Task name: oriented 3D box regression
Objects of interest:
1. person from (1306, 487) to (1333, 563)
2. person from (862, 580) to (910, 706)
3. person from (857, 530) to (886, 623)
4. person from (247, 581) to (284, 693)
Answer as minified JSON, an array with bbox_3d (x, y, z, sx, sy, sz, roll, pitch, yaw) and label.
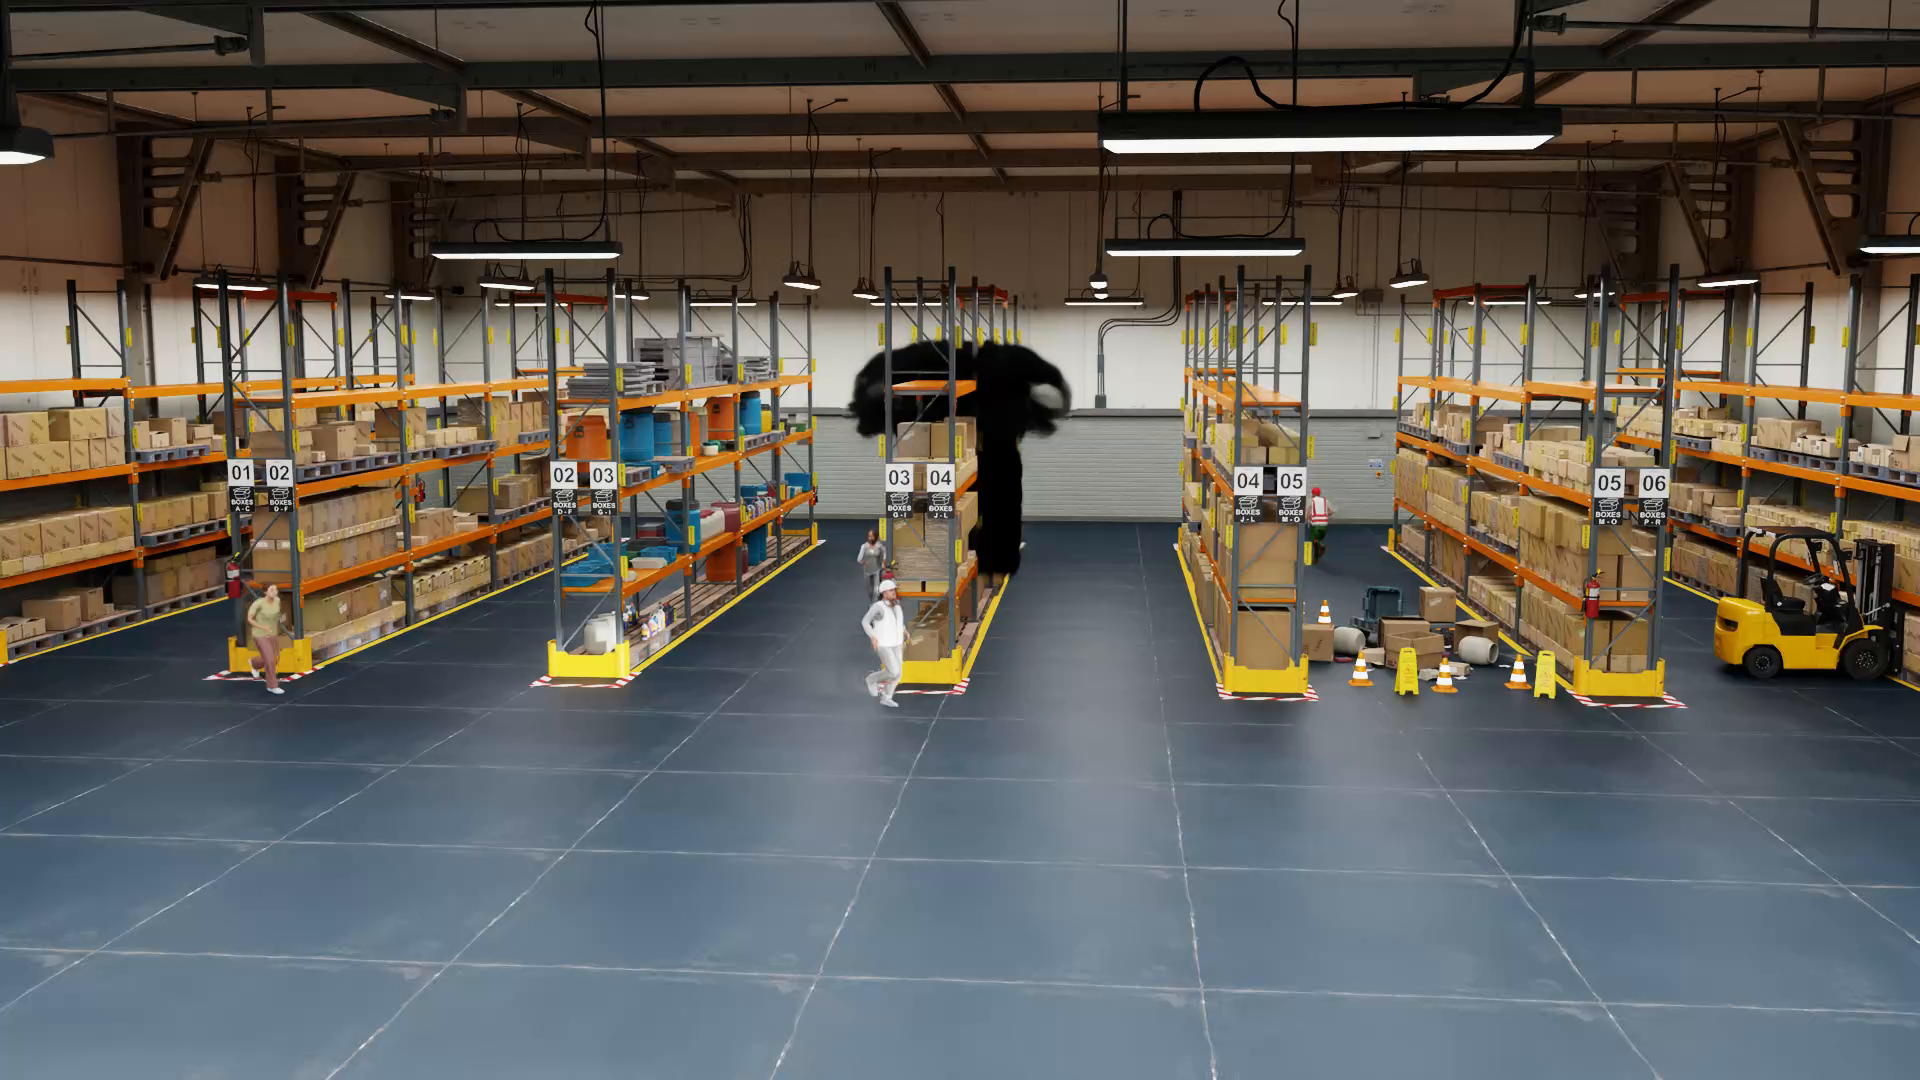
[{"bbox_3d":[7.977,-0.309,36.939,0.654,1.711,0.810,-1,7,-5],"label":"person"},{"bbox_3d":[-0.963,1.413,22.644,0.598,1.736,0.656,6,9,41],"label":"person"},{"bbox_3d":[-1.554,0.613,29.566,0.536,1.610,0.875,0,7,2],"label":"person"},{"bbox_3d":[-9.874,1.369,23.546,0.715,1.620,0.565,5,9,36],"label":"person"}]
